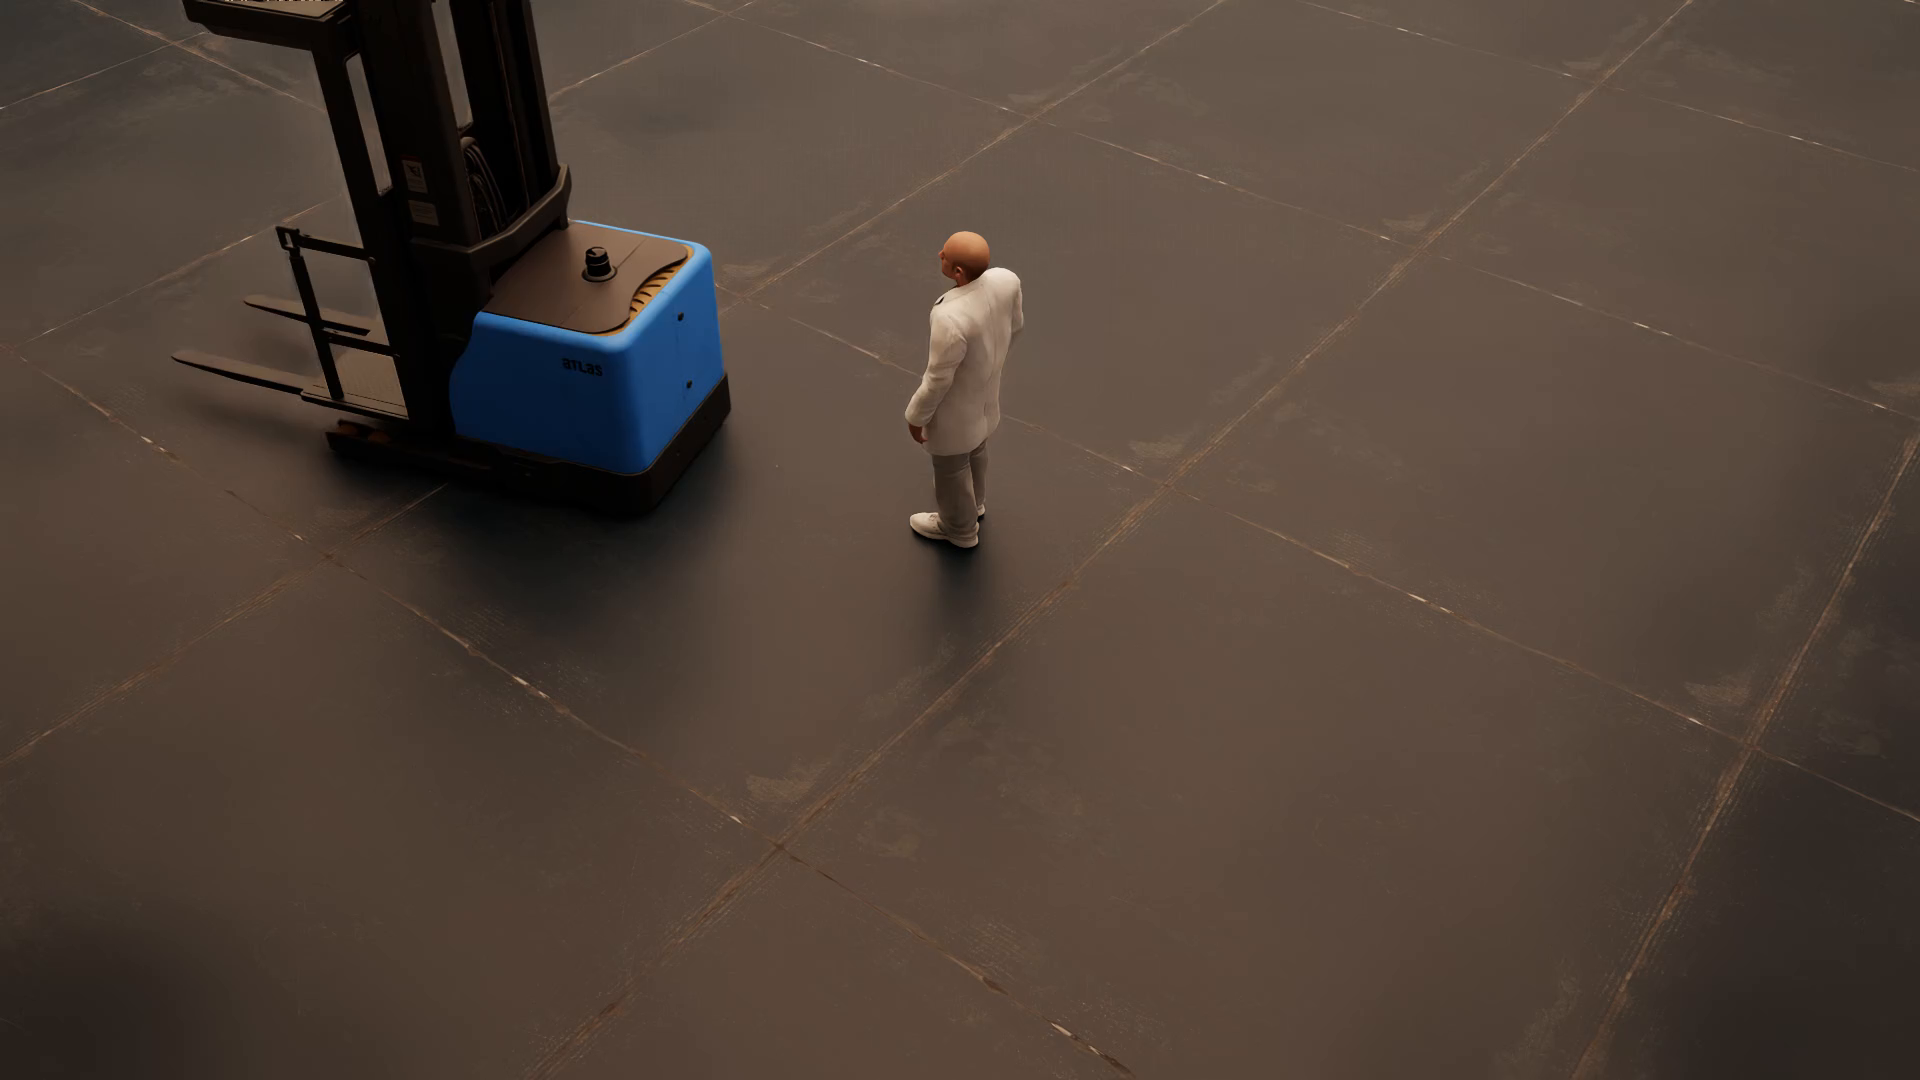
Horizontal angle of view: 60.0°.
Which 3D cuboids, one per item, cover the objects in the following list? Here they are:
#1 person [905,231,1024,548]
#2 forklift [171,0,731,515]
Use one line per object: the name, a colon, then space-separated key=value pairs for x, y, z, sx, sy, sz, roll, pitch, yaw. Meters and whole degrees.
person: x=-0.069 y=-0.720 z=7.797 sx=0.581 sy=1.775 sz=0.694 roll=26 pitch=47 yaw=28
forklift: x=-2.821 y=-1.830 z=8.220 sx=3.031 sy=2.935 sz=1.130 roll=13 pitch=42 yaw=15
